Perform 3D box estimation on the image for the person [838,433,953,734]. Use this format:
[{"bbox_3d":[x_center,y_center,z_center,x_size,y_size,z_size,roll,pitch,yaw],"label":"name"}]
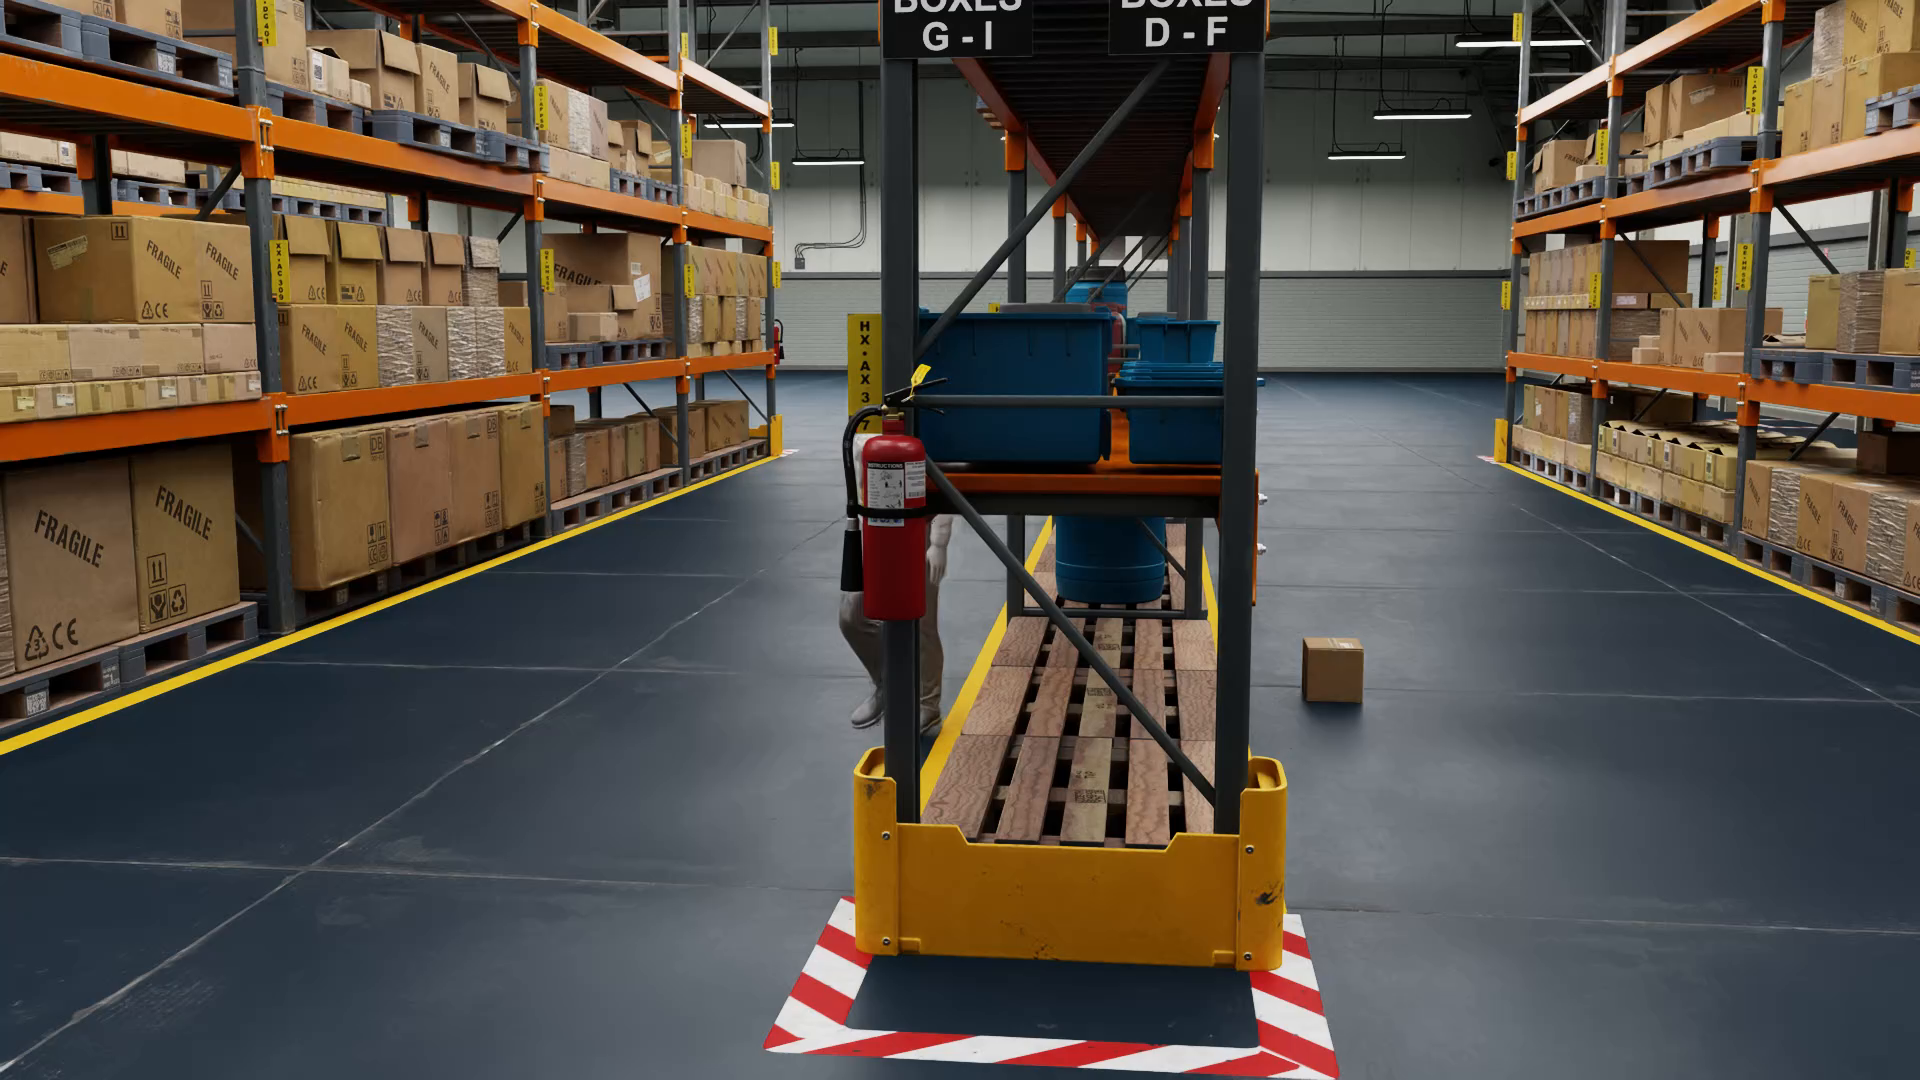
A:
[{"bbox_3d":[-0.221,-0.019,6.750,0.509,1.662,0.483,5,9,32],"label":"person"}]
